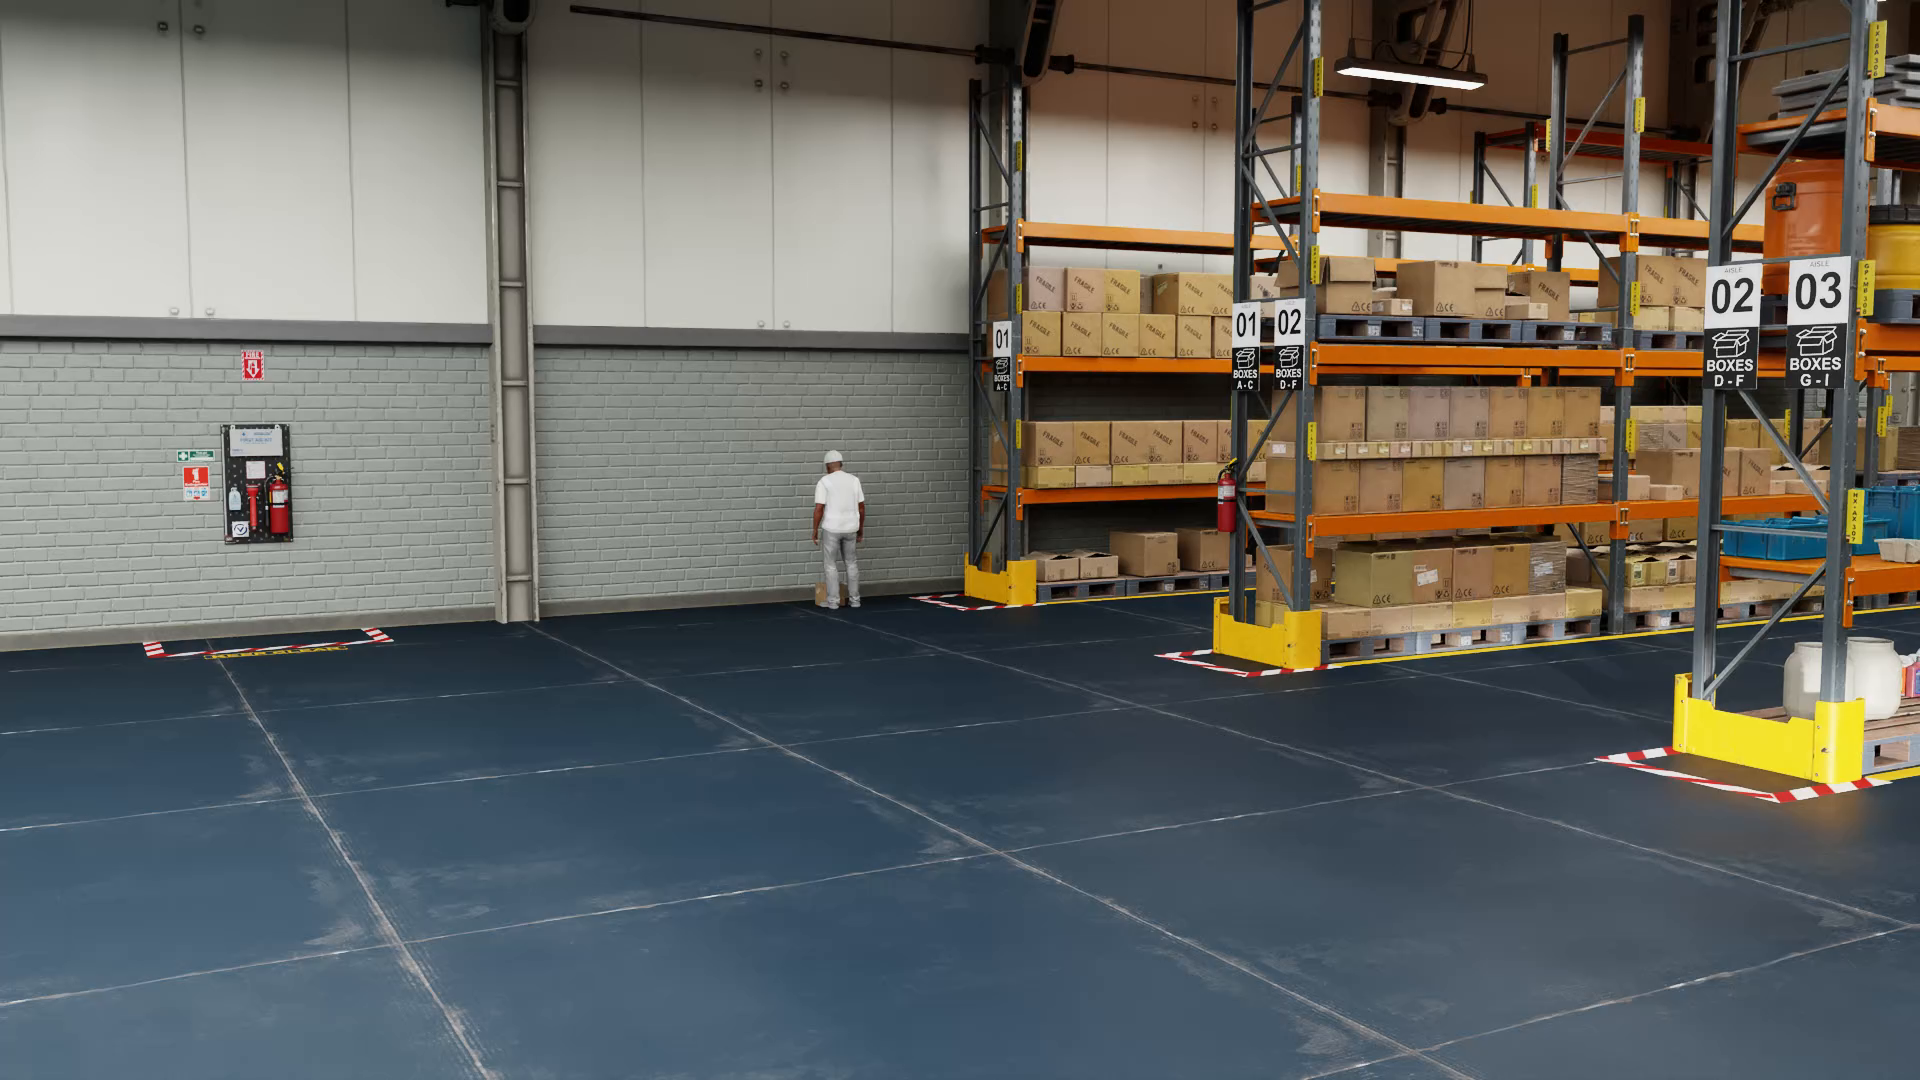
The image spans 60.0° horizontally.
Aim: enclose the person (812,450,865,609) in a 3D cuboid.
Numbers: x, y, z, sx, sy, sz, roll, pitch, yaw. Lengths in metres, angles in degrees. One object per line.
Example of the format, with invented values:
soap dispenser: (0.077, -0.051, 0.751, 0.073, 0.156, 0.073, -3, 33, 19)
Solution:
person: (-1.357, -0.121, 18.560, 0.635, 1.757, 0.463, -3, 6, -30)
